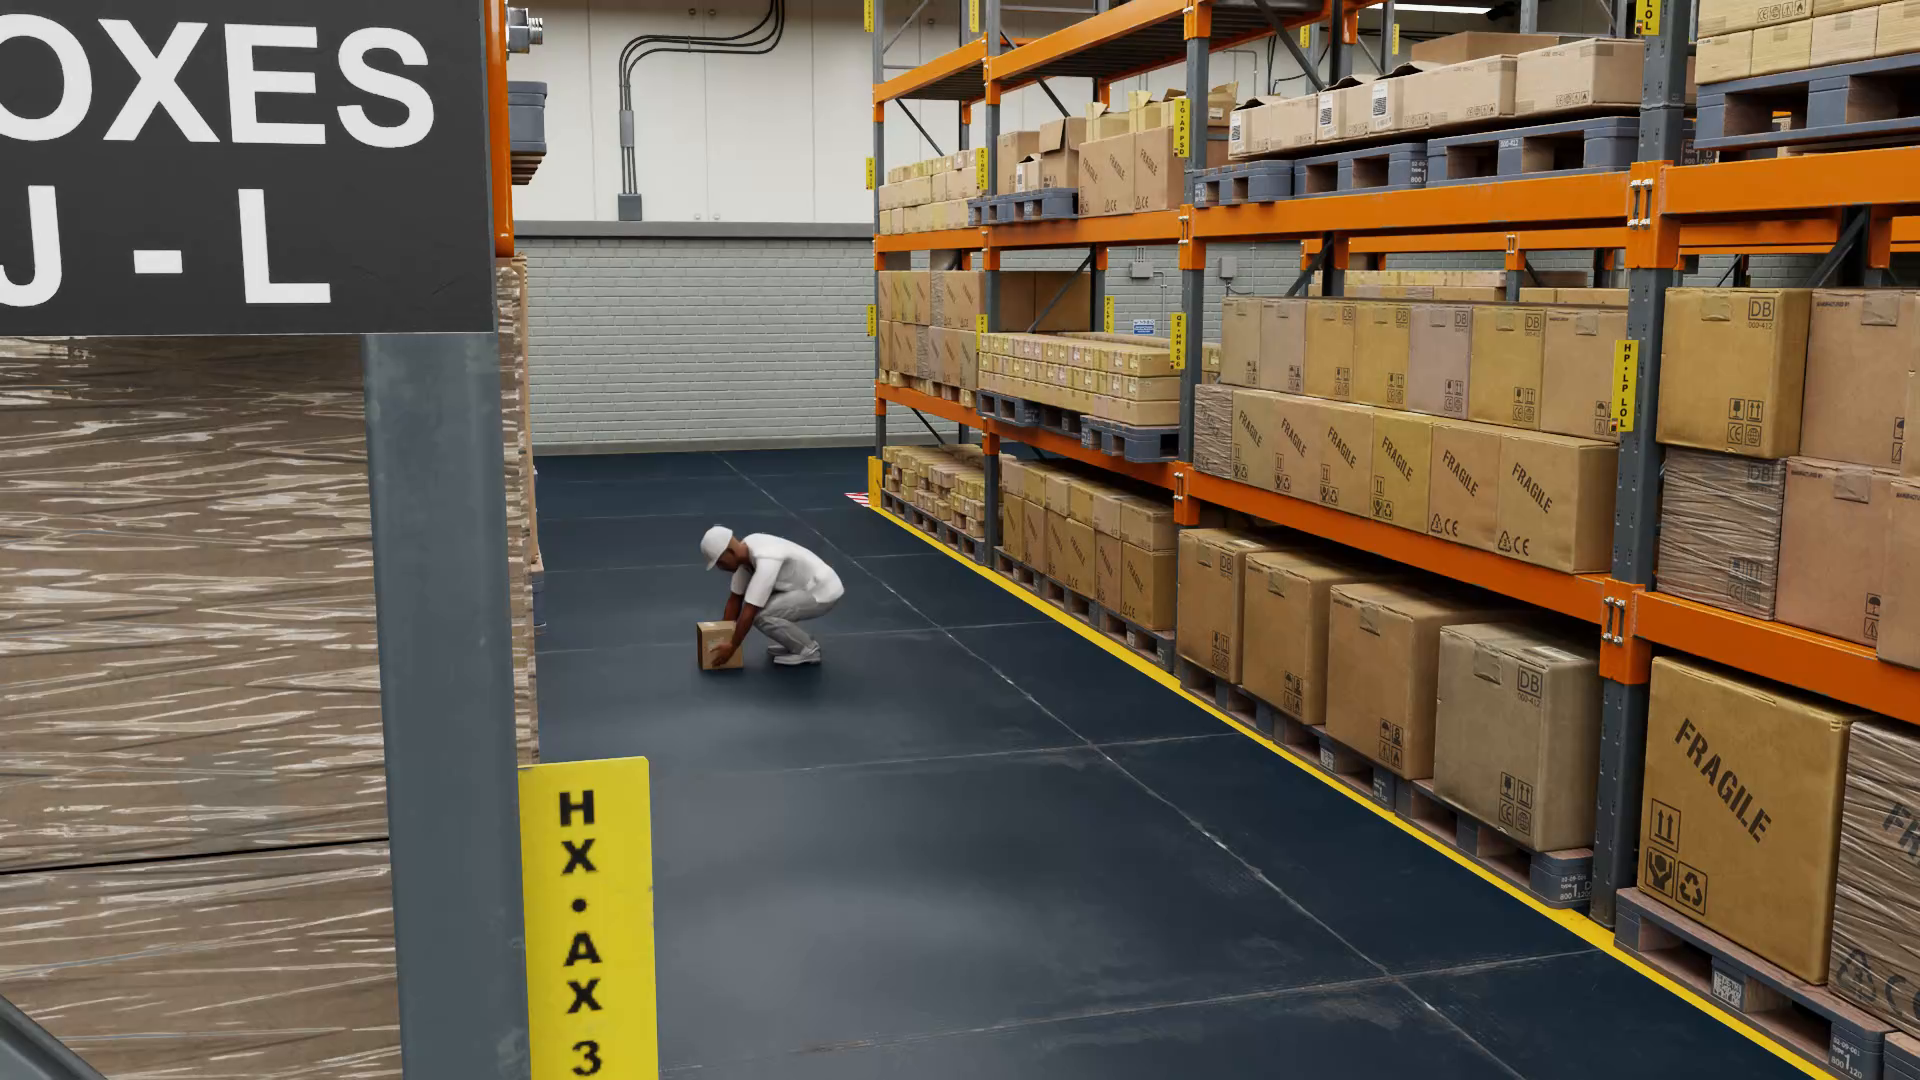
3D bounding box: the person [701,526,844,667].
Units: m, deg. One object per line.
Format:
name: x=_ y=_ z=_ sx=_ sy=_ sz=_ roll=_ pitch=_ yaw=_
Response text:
person: x=-1.179 y=0.337 z=10.470 sx=0.896 sy=0.893 sz=0.564 roll=-3 pitch=10 yaw=-16
